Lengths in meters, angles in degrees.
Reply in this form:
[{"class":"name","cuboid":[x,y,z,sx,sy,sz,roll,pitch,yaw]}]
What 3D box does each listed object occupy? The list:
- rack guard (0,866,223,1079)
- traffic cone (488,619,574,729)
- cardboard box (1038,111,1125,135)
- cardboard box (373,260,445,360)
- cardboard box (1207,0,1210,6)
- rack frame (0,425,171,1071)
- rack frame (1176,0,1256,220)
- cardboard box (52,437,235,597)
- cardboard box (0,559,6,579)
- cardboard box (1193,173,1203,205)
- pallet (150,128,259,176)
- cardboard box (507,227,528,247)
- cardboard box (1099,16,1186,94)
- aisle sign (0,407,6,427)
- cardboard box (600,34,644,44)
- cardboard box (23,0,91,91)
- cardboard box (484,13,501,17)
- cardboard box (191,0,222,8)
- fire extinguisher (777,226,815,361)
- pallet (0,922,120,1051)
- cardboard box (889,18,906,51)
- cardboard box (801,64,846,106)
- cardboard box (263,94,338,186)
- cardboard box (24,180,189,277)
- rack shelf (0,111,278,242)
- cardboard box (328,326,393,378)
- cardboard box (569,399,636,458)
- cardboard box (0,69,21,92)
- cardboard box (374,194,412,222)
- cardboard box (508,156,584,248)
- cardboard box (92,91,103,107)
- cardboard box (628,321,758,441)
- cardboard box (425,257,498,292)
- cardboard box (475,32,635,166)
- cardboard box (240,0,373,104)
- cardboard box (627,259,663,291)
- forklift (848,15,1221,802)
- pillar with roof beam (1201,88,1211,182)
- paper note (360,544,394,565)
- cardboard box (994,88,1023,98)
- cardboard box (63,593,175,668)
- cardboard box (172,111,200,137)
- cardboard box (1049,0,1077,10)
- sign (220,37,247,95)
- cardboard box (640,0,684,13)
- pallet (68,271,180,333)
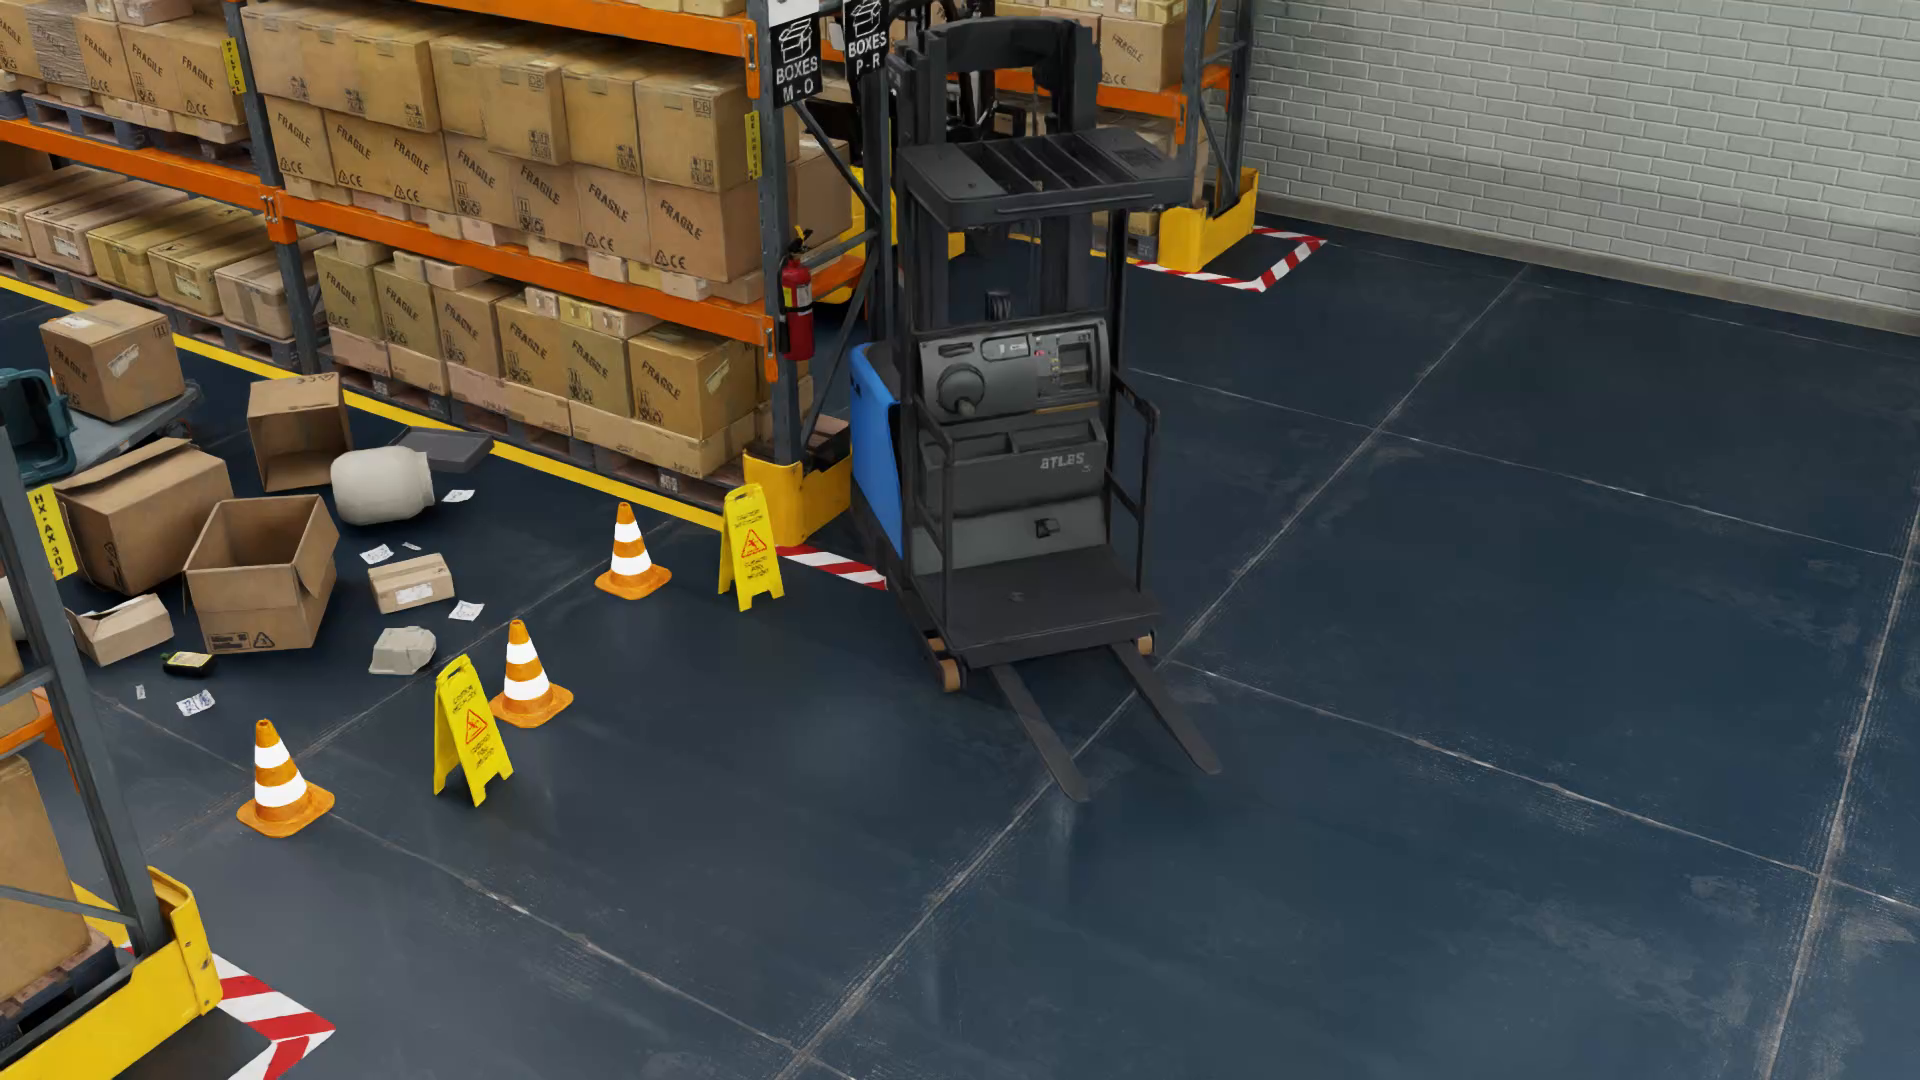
[{"class":"rack guard","cuboid":[-3.218,1.709,5.824,0.348,0.500,1.175,18,35,27]},{"class":"traffic cone","cuboid":[-2.045,0.579,7.798,0.334,0.463,0.336,18,35,27]},{"class":"cardboard box","cuboid":[0.951,-3.186,13.055,0.500,0.250,0.500,18,35,28]},{"class":"cardboard box","cuboid":[-3.265,-1.494,10.402,0.500,0.500,0.500,19,35,29]},{"class":"cardboard box","cuboid":[1.793,-4.161,12.663,0.250,0.149,0.380,17,34,26]},{"class":"rack frame","cuboid":[-3.239,0.623,5.205,0.127,3.000,1.000,18,35,27]},{"class":"rack frame","cuboid":[1.943,-3.636,12.506,0.127,3.000,1.000,18,35,27]},{"class":"cardboard box","cuboid":[-4.323,-0.134,8.846,0.503,0.637,0.797,18,35,27]},{"class":"cardboard box","cuboid":[-3.532,-0.024,5.094,0.550,0.550,0.875,18,35,27]},{"class":"cardboard box","cuboid":[1.631,-2.845,13.462,0.500,0.250,0.500,18,35,28]},{"class":"pallet","cuboid":[-4.651,-2.772,11.216,1.213,0.211,1.003,18,35,27]},{"class":"cardboard box","cuboid":[-2.408,-1.835,9.668,0.250,0.149,0.380,18,35,27]},{"class":"cardboard box","cuboid":[1.386,-3.699,12.515,0.500,0.500,0.500,17,34,26]},{"class":"aisle sign","cuboid":[-3.019,-0.609,4.737,0.004,0.787,0.394,18,35,27]},{"class":"cardboard box","cuboid":[-3.184,-4.410,15.773,0.625,0.625,0.875,16,34,25]},{"class":"cardboard box","cuboid":[-5.893,-3.380,11.256,0.500,0.500,0.500,16,34,26]},{"class":"cardboard box","cuboid":[-5.041,-5.114,17.102,0.500,0.500,0.500,19,35,29]},{"class":"cardboard box","cuboid":[-5.161,-3.462,11.396,0.500,0.500,0.500,17,34,27]},{"class":"fire extinguisher","cuboid":[-0.841,-1.256,8.503,0.183,0.674,0.296,18,35,27]},{"class":"pallet","cuboid":[-3.958,1.647,6.218,1.213,0.211,1.003,18,35,27]},{"class":"cardboard box","cuboid":[-0.329,-4.253,13.464,0.500,0.500,0.500,17,34,27]},{"class":"cardboard box","cuboid":[-1.202,-3.870,14.226,0.500,0.250,0.500,17,34,27]},{"class":"cardboard box","cuboid":[-3.856,-2.523,10.204,0.500,0.500,0.500,17,35,27]},{"class":"cardboard box","cuboid":[-6.366,-2.356,12.503,0.625,0.372,0.950,17,34,26]},{"class":"rack shelf","cuboid":[-5.775,-2.813,11.809,4.000,0.370,1.077,18,35,27]},{"class":"cardboard box","cuboid":[-3.725,-1.309,10.828,0.500,0.250,0.500,16,34,25]},{"class":"cardboard box","cuboid":[-1.955,-0.754,9.878,0.500,0.250,0.500,18,35,28]},{"class":"cardboard box","cuboid":[-6.641,-3.301,11.764,0.250,0.149,0.380,18,35,28]},{"class":"cardboard box","cuboid":[-3.311,-2.074,10.077,0.250,0.149,0.380,19,35,29]},{"class":"cardboard box","cuboid":[-2.143,-1.988,9.286,0.500,0.500,0.500,17,34,27]},{"class":"cardboard box","cuboid":[-5.688,-3.075,11.377,0.250,0.149,0.380,16,34,26]},{"class":"cardboard box","cuboid":[-1.510,-0.938,9.448,0.500,0.500,0.500,18,35,28]},{"class":"cardboard box","cuboid":[-2.985,-1.646,10.019,0.250,0.149,0.380,20,36,30]},{"class":"cardboard box","cuboid":[-2.153,-2.395,8.993,0.500,0.500,0.700,17,34,27]},{"class":"cardboard box","cuboid":[-3.823,-2.981,9.997,0.500,0.500,0.700,17,34,27]},{"class":"cardboard box","cuboid":[-1.603,-1.515,9.120,0.250,0.149,0.380,17,34,27]},{"class":"forklift","cuboid":[0.328,-0.760,7.644,1.130,2.935,3.031,-9,32,-16]},{"class":"pillar with roof beam","cuboid":[-0.456,-4.961,8.824,0.400,9.000,9.100,18,35,27]},{"class":"paper note","cuboid":[-3.191,0.075,9.102,0.148,0.019,0.142,-21,36,-32]},{"class":"cardboard box","cuboid":[0.363,-3.682,13.905,0.500,0.250,0.500,17,34,26]},{"class":"cardboard box","cuboid":[-4.192,0.407,8.289,0.258,0.266,0.396,24,38,35]},{"class":"cardboard box","cuboid":[-4.877,-2.759,10.836,0.250,0.149,0.380,16,34,26]},{"class":"cardboard box","cuboid":[0.877,-4.155,12.653,0.250,0.149,0.380,17,34,27]},{"class":"sign","cuboid":[-4.373,-2.851,10.010,0.005,0.325,0.100,18,35,27]},{"class":"cardboard box","cuboid":[-1.372,-2.733,8.230,0.250,0.149,0.380,18,35,28]},{"class":"pallet","cuboid":[-5.778,-1.918,12.328,1.213,0.211,1.003,18,35,27]}]
